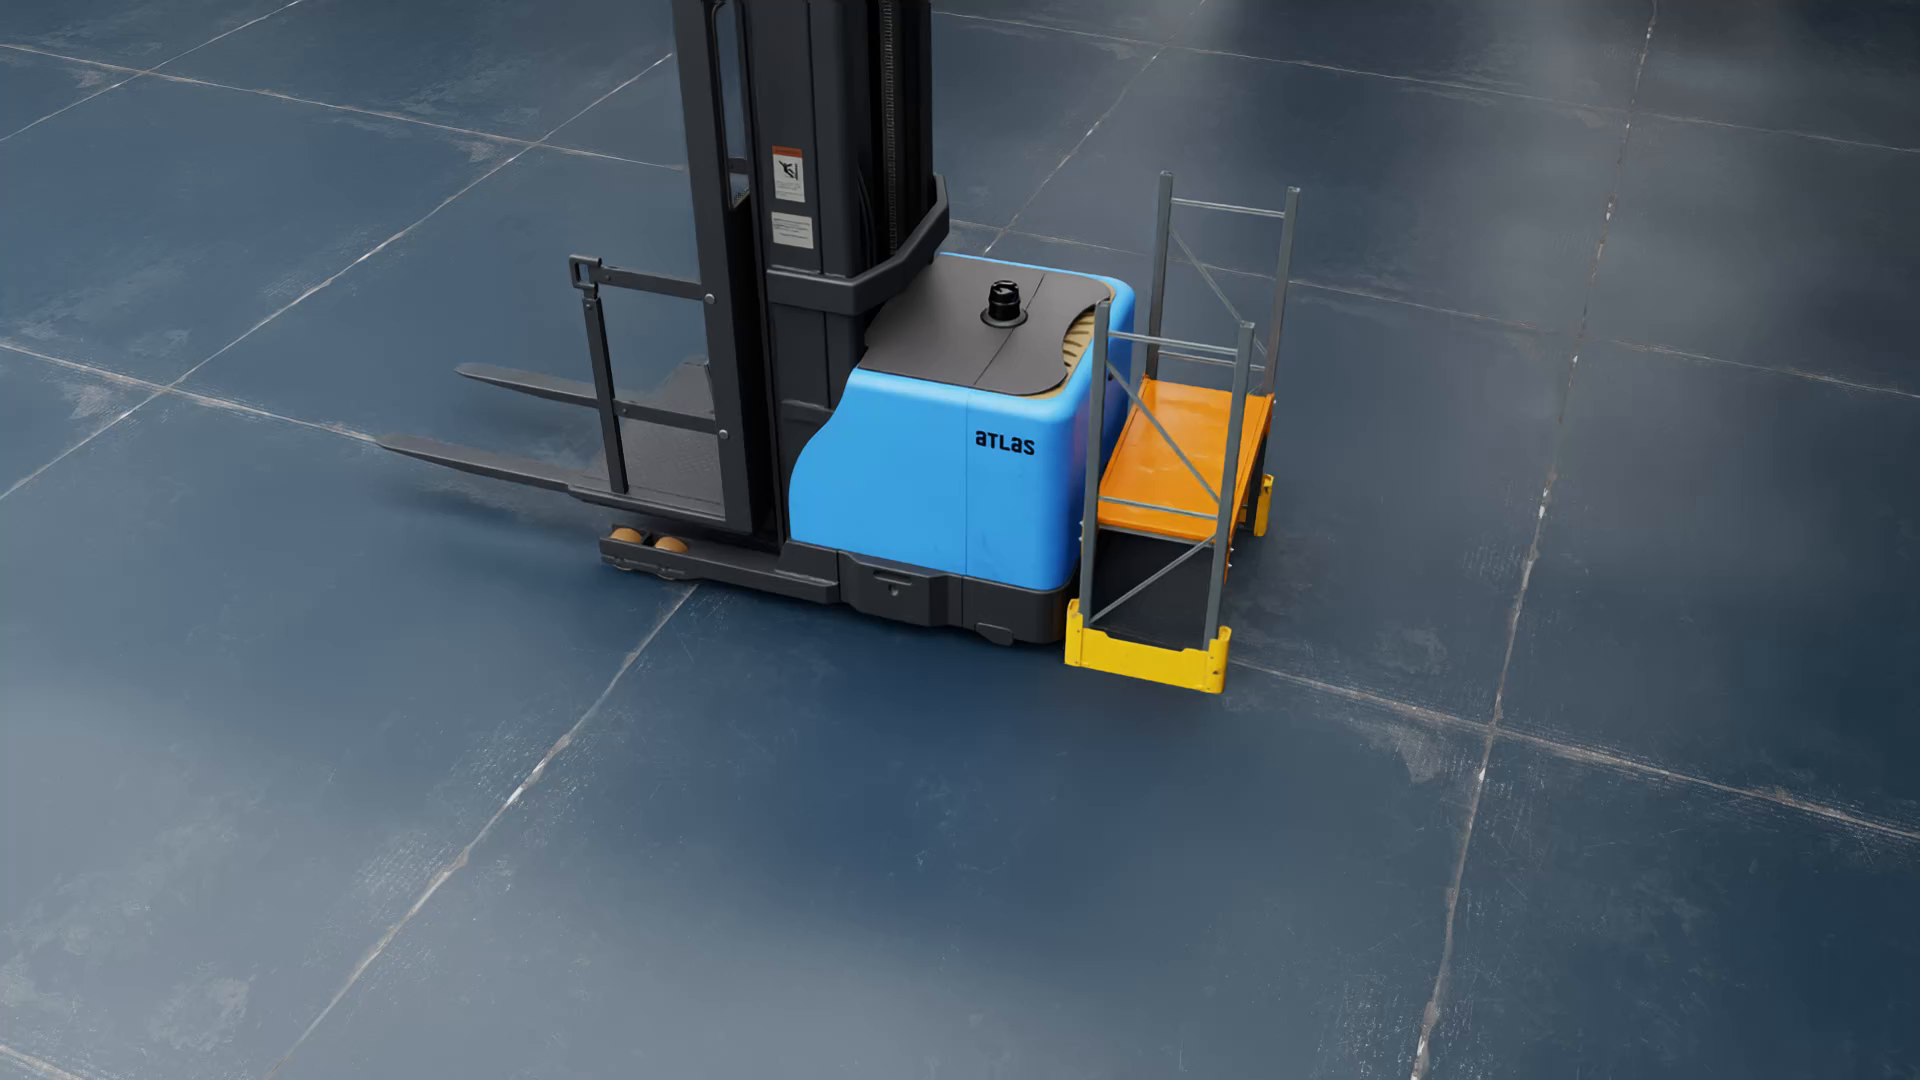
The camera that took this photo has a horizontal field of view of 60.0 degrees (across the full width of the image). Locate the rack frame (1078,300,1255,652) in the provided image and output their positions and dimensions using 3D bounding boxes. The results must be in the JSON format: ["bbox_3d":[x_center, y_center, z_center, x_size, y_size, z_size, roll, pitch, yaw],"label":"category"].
[{"bbox_3d":[0.669,-0.105,5.638,0.500,1.500,0.032,10,38,14],"label":"rack frame"}]

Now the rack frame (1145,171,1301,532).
[{"bbox_3d":[0.969,-0.687,6.416,0.500,1.500,0.032,10,38,14],"label":"rack frame"}]

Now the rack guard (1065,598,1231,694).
[{"bbox_3d":[0.675,0.384,6.027,0.587,0.250,0.087,10,38,14],"label":"rack guard"}]

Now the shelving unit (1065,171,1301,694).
[{"bbox_3d":[0.822,-0.401,6.034,0.587,1.500,1.083,10,38,14],"label":"shelving unit"}]

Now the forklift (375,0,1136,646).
[{"bbox_3d":[-0.899,-1.304,6.046,3.031,2.935,1.130,11,38,15],"label":"forklift"}]

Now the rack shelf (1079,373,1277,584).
[{"bbox_3d":[0.819,-0.252,6.135,0.538,0.185,1.000,10,38,14],"label":"rack shelf"}]

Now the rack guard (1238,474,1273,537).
[{"bbox_3d":[0.969,-0.185,6.789,0.587,0.250,0.087,10,38,14],"label":"rack guard"}]
